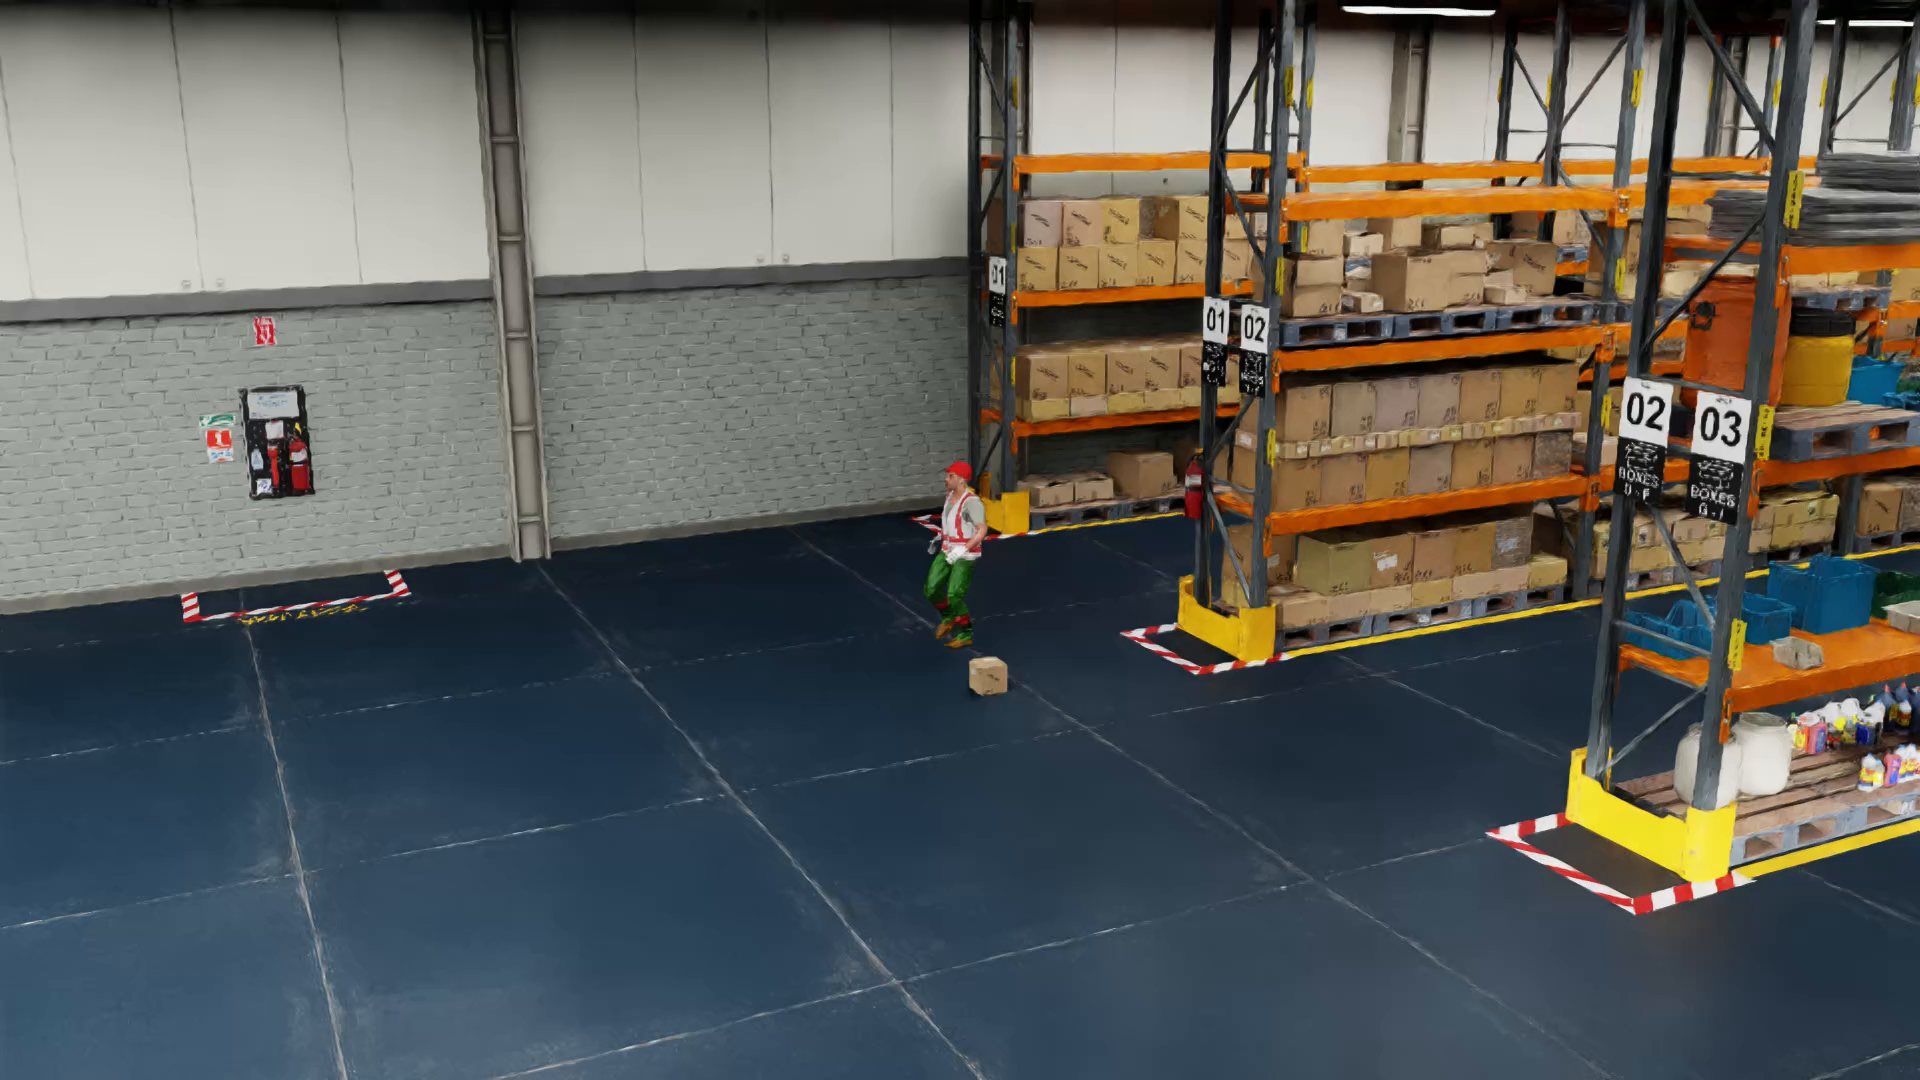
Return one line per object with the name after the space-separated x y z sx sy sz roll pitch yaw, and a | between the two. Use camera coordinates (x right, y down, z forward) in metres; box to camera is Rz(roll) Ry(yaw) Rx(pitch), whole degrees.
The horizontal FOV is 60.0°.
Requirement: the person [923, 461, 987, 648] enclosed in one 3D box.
-0.039 0.148 15.323 0.513 1.752 0.711 -12 19 -39 | person
